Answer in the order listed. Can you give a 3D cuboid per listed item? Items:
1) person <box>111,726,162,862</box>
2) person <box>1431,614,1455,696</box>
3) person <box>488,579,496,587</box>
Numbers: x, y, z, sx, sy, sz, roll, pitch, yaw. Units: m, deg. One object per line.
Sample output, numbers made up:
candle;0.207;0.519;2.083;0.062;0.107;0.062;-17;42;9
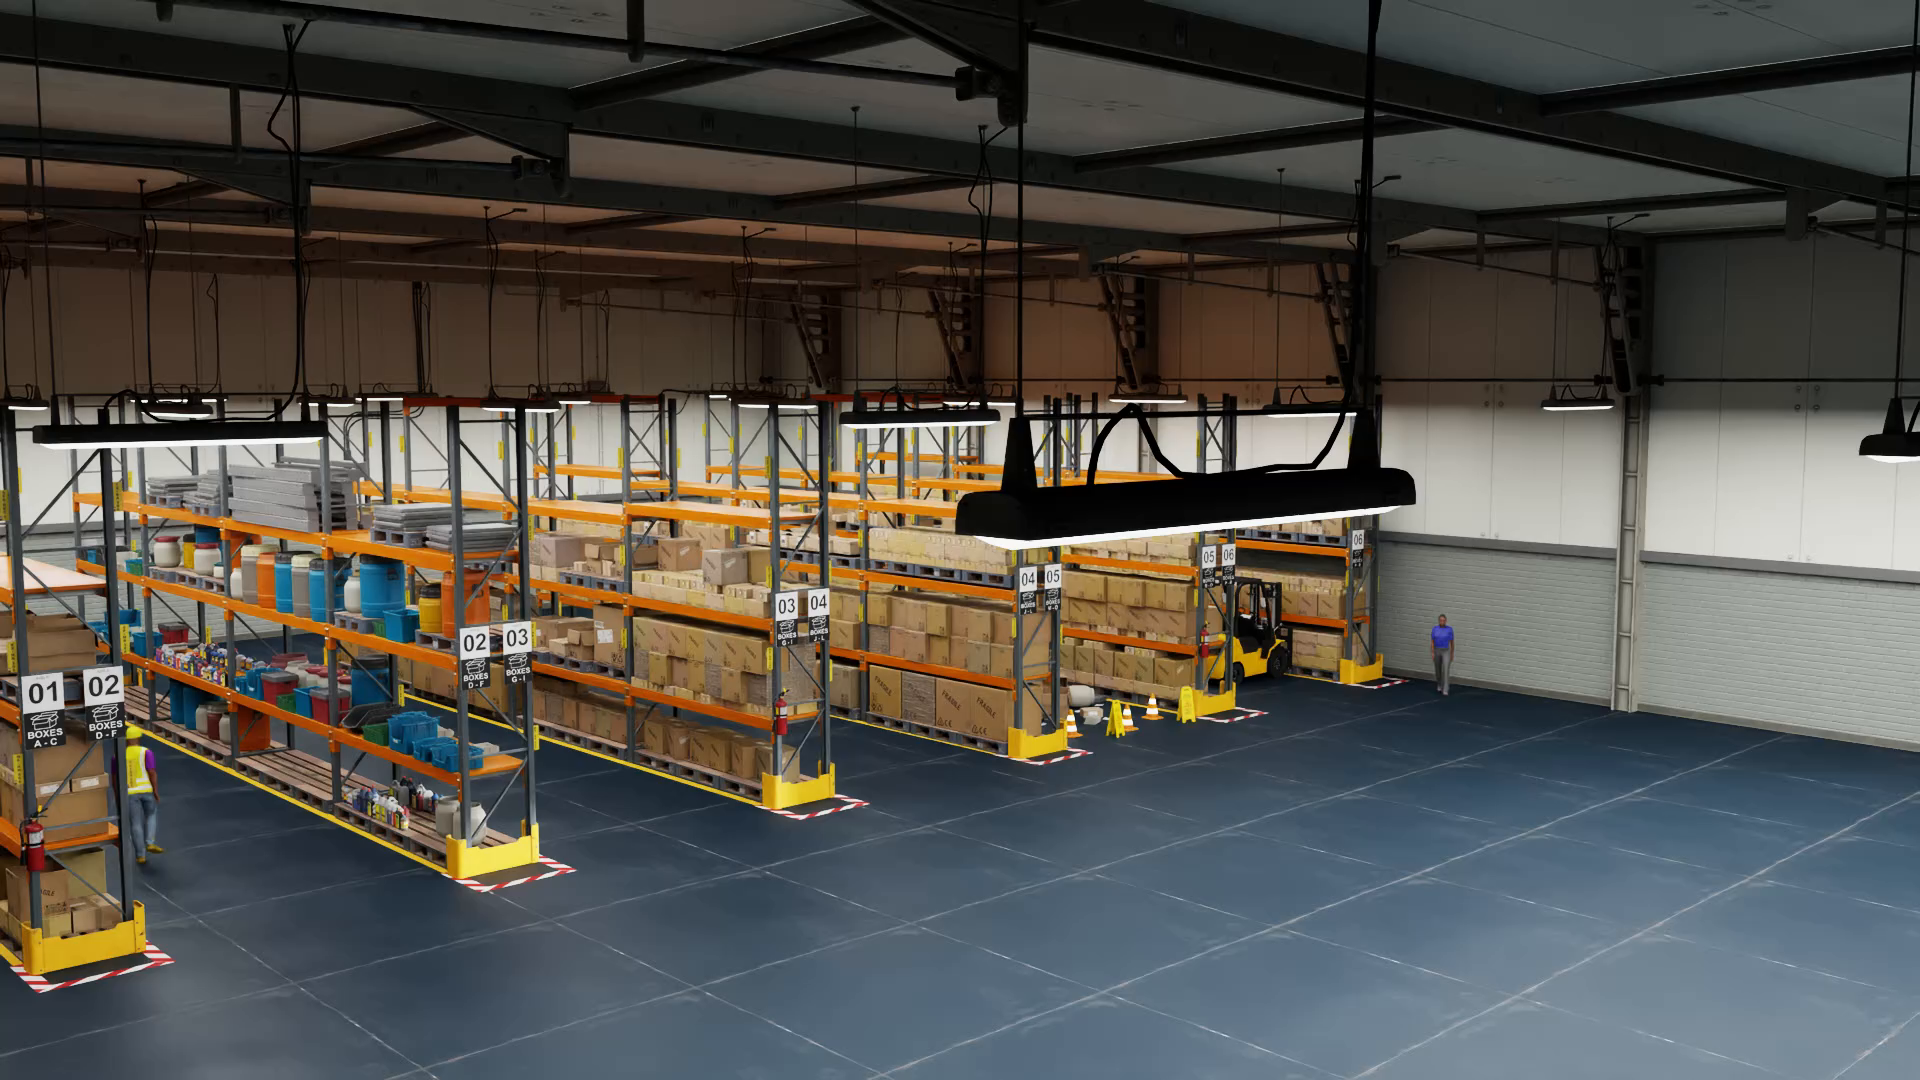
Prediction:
person;-10.840;3.328;21.875;0.564;1.742;0.529;-3;6;-29
person;9.699;2.292;33.423;0.465;1.627;0.856;3;6;31
person;-11.083;1.700;39.271;0.523;1.699;0.472;-1;6;-6
